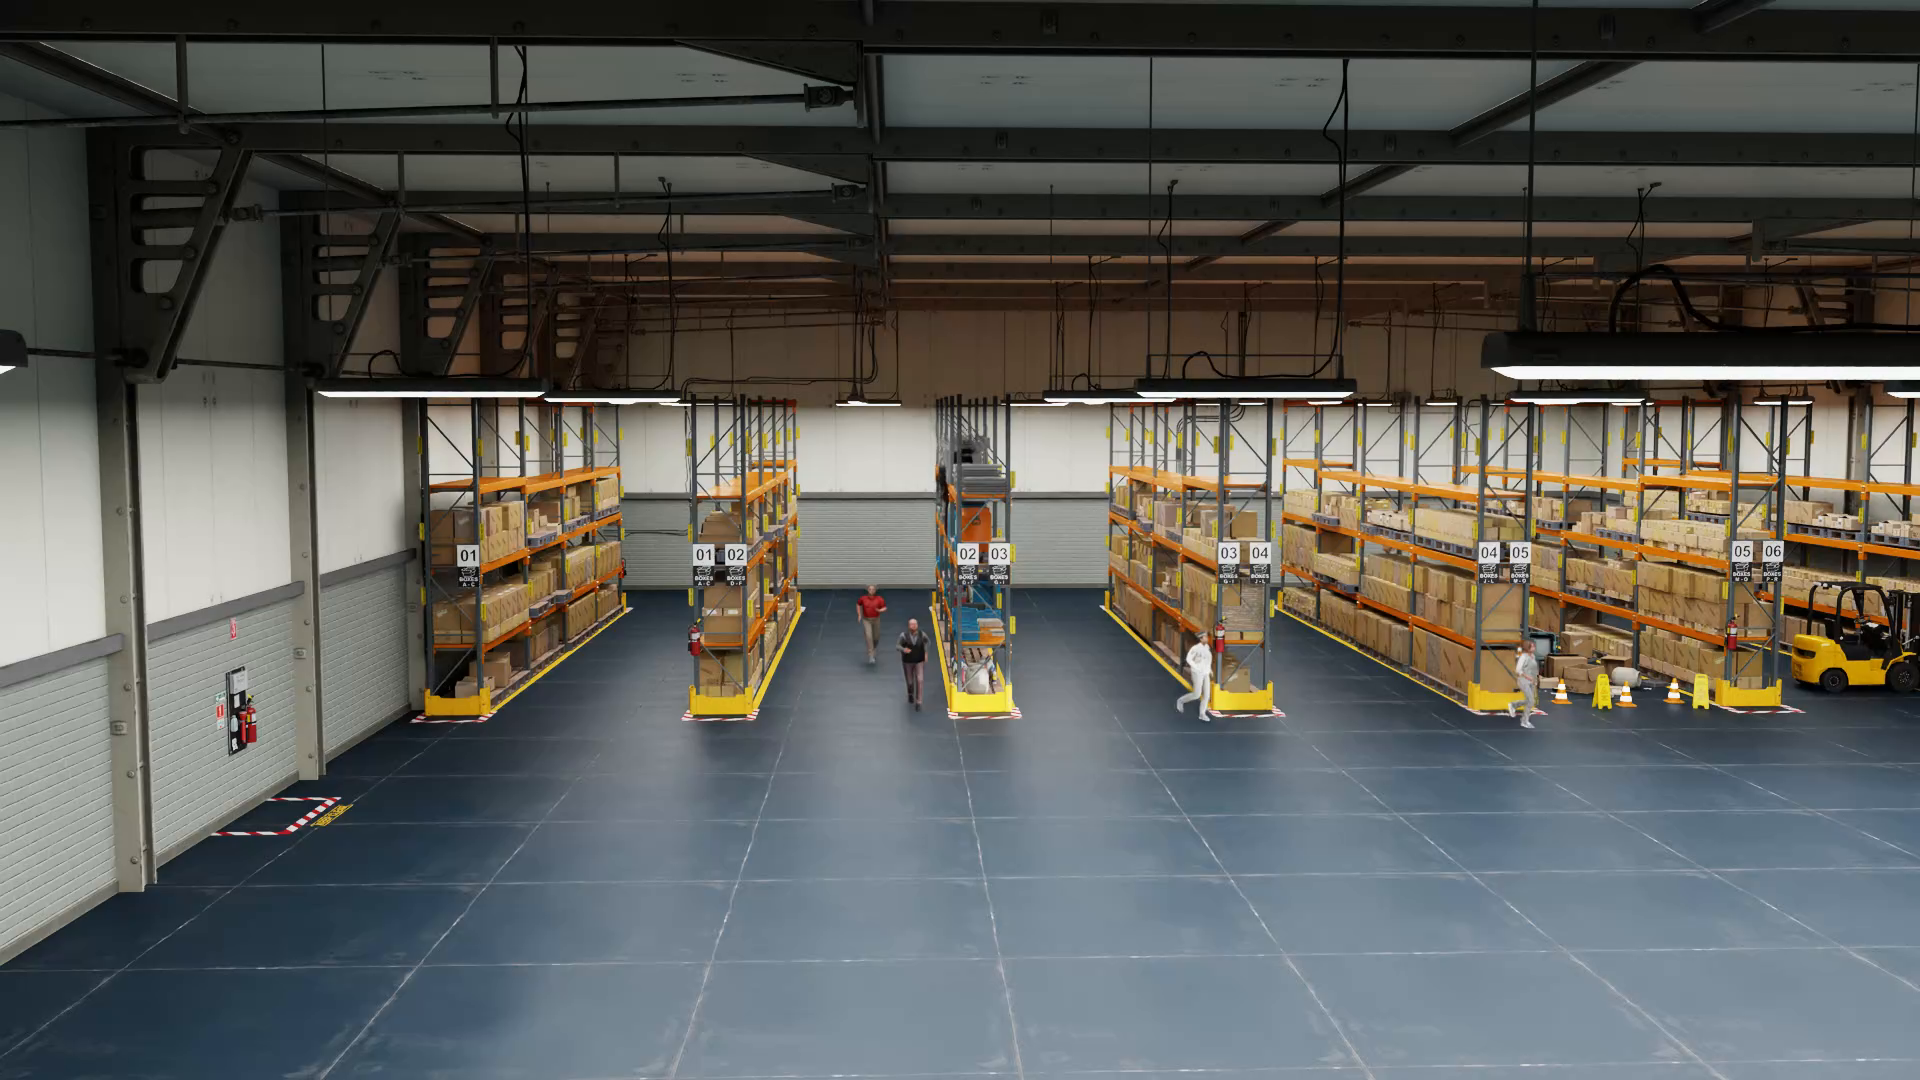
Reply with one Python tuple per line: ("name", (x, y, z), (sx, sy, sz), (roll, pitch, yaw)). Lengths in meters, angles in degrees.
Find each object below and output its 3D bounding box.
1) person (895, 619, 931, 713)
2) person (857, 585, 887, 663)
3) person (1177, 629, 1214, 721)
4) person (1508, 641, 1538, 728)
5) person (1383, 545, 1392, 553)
("person", (-0.895, 2.372, 31.806), (0.680, 1.750, 0.922), (0, 5, -3))
("person", (-2.003, 1.868, 37.764), (0.663, 1.713, 0.974), (-1, 5, -9))
("person", (4.471, 2.478, 30.826), (0.674, 1.644, 0.782), (-4, 6, -42))
("person", (10.204, 2.595, 30.100), (0.581, 1.564, 0.594), (-4, 6, -44))
("person", (12.730, 0.947, 49.222), (0.870, 1.775, 0.652), (0, 5, 3))
